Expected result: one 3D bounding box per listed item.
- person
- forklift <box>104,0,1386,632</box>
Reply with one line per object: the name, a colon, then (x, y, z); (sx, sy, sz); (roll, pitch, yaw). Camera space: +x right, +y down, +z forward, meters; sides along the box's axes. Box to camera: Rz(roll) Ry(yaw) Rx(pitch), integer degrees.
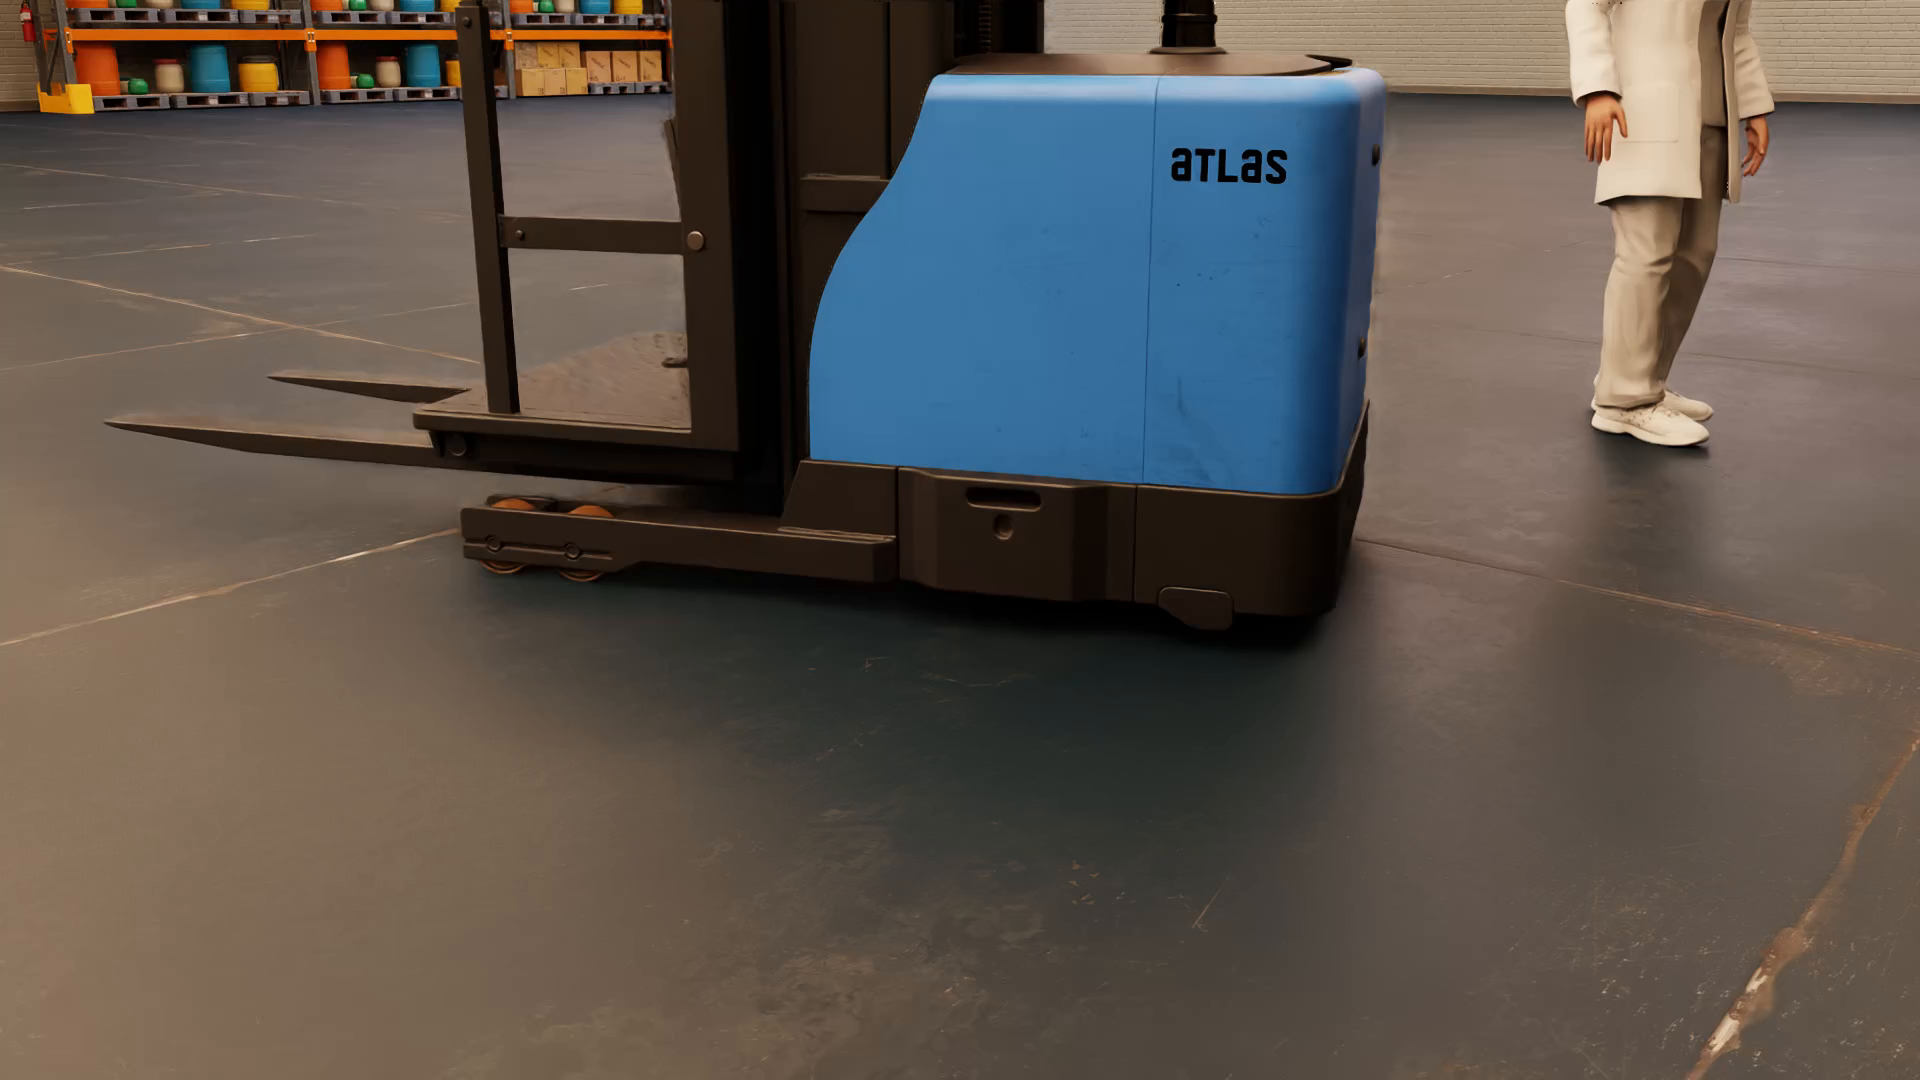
person: (2.147, -1.200, 4.839); (0.755, 1.776, 0.562); (-10, 20, -30)
forklift: (-0.594, -1.450, 3.673); (3.031, 2.935, 1.130); (5, 18, 16)
